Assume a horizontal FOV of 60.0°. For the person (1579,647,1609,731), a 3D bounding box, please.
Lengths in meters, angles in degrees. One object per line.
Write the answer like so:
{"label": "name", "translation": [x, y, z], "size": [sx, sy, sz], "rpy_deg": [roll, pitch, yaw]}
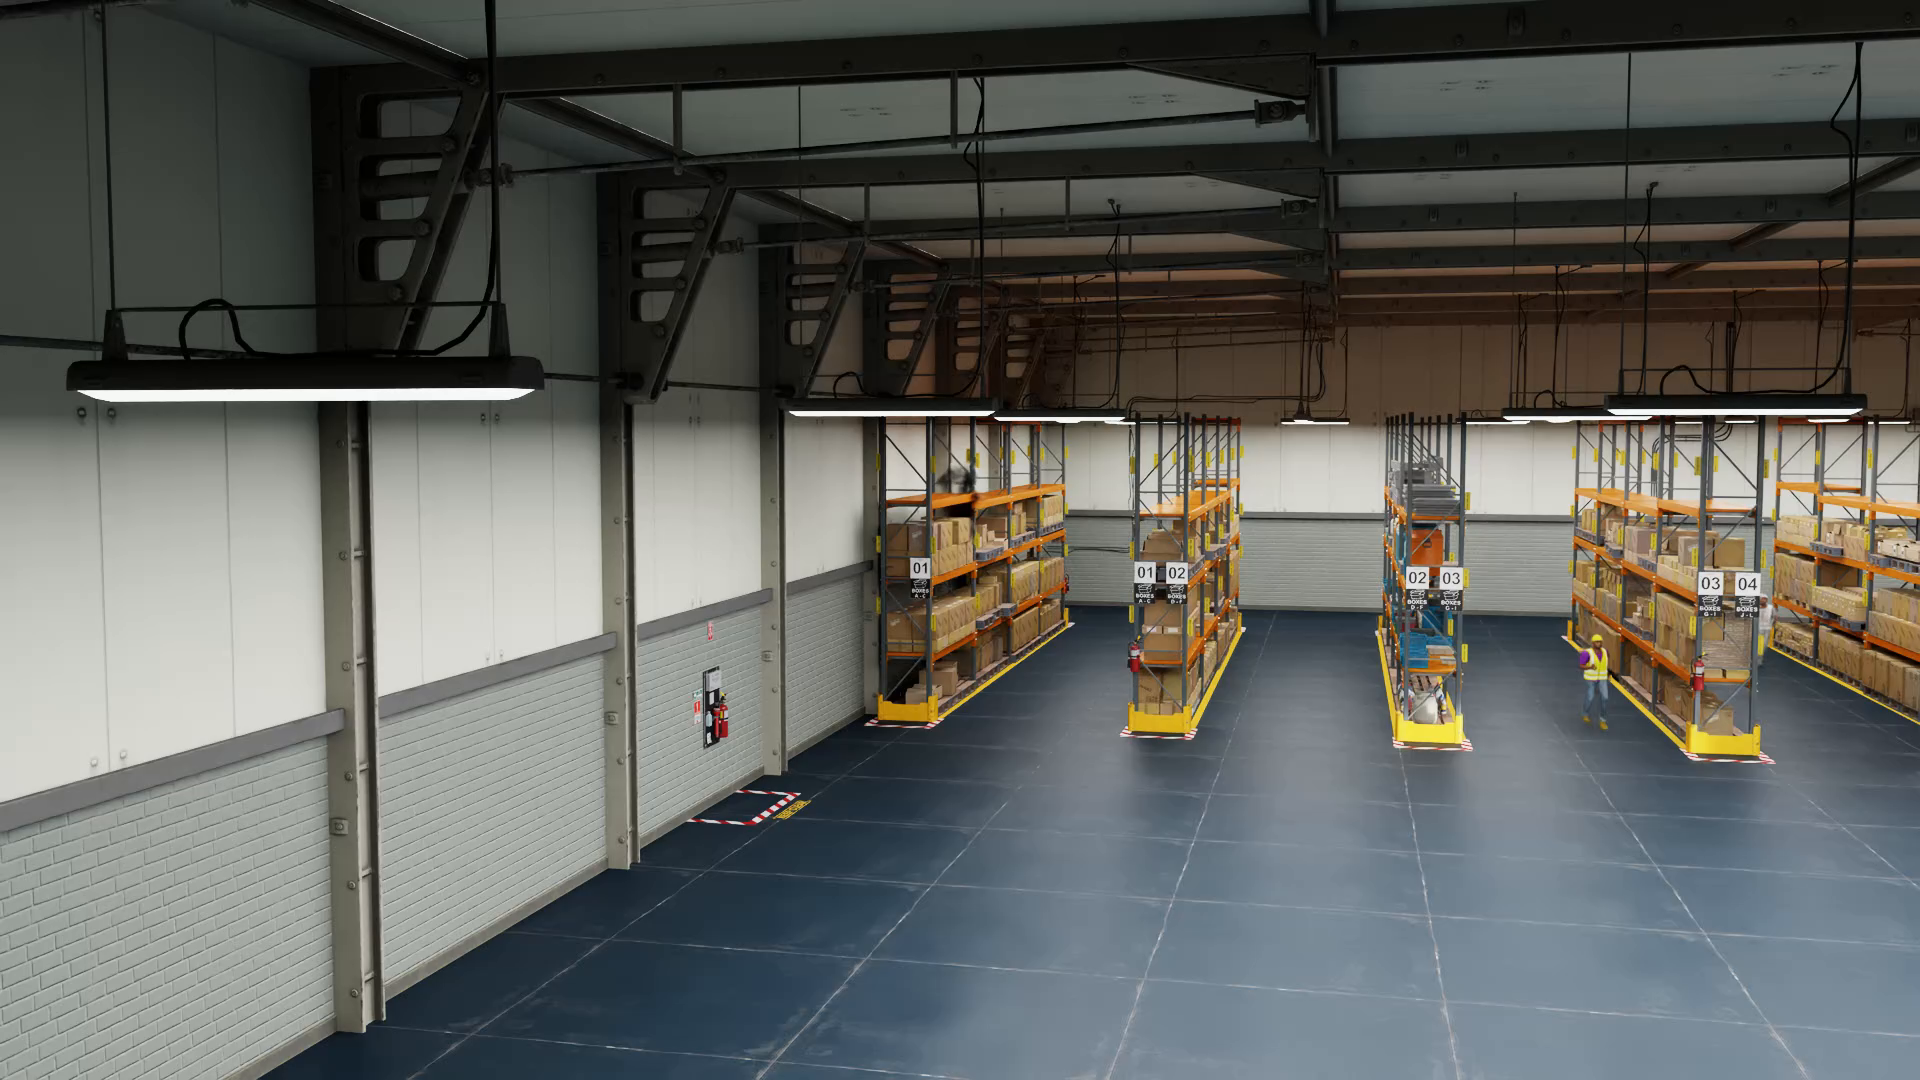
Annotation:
{"label": "person", "translation": [12.110, 2.815, 31.751], "size": [0.627, 1.567, 0.788], "rpy_deg": [0, 4, 3]}

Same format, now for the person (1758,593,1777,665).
{"label": "person", "translation": [19.164, 2.162, 39.678], "size": [0.630, 1.784, 0.683], "rpy_deg": [1, 4, 15]}
